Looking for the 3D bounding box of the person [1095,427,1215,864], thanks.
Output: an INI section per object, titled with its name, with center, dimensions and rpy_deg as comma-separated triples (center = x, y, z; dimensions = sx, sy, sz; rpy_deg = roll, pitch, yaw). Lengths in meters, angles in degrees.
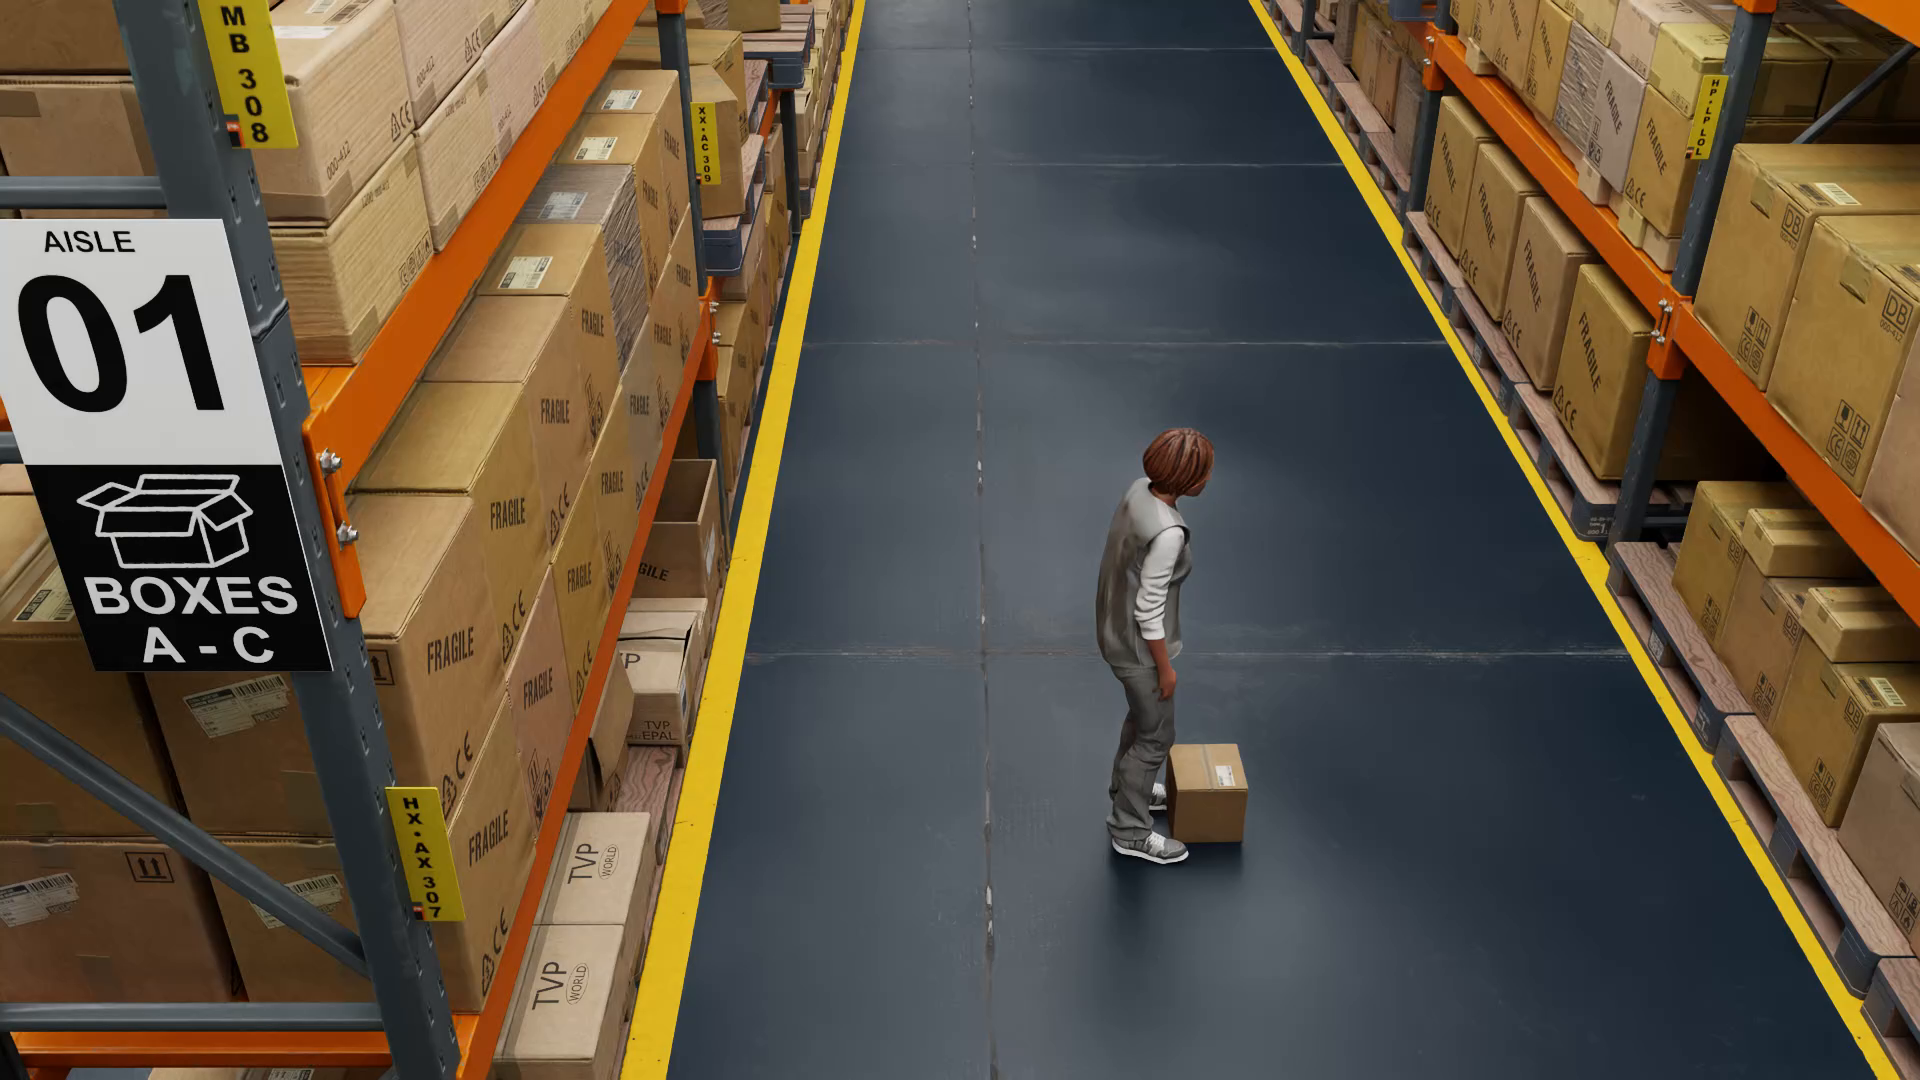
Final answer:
[person]
center = 0.647, 0.345, 5.595
dimensions = 0.376, 1.590, 0.468
rpy_deg = -1, 32, -2
